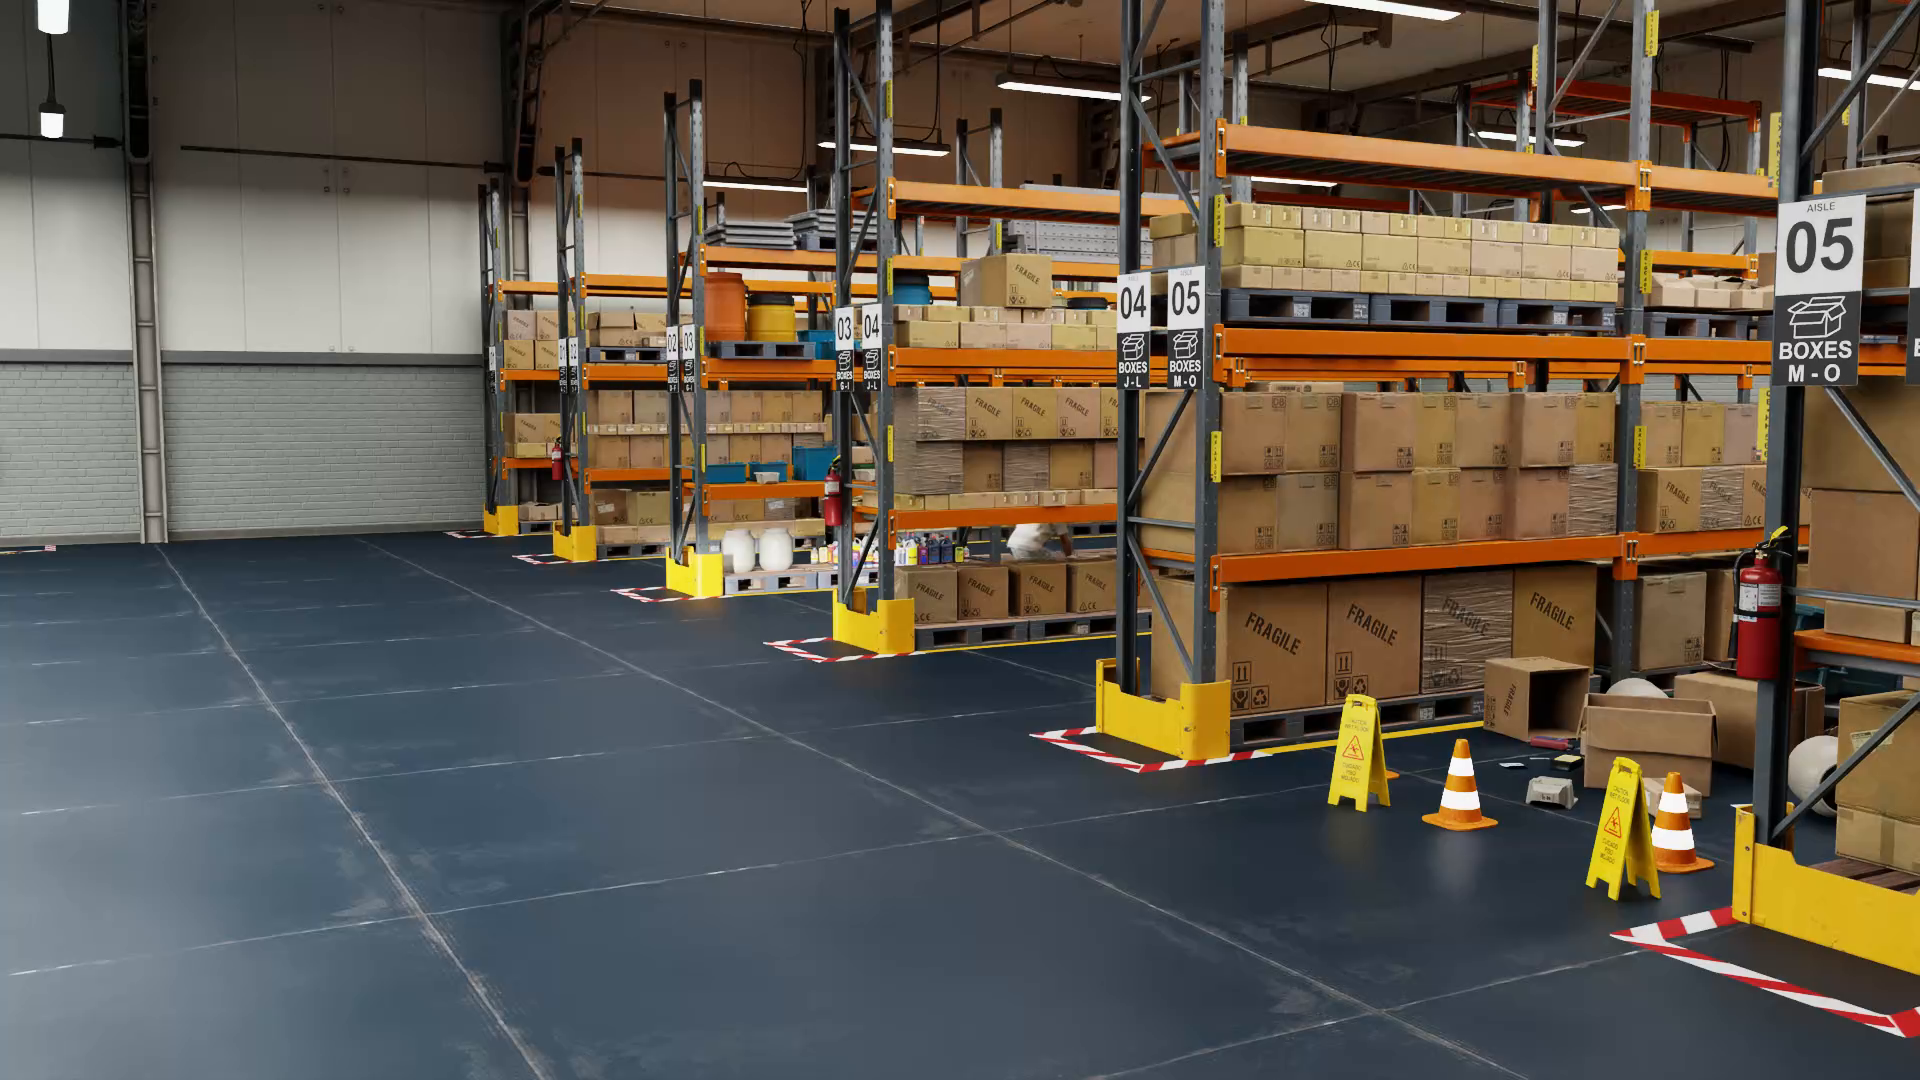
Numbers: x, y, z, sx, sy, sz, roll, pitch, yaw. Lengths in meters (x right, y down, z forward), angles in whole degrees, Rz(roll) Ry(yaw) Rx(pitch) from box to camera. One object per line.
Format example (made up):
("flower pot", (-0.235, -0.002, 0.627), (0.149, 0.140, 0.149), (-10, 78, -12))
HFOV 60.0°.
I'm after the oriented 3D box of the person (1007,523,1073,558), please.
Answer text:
("person", (0.906, 0.111, 18.483), (0.813, 1.322, 0.610), (-3, 6, -29))
